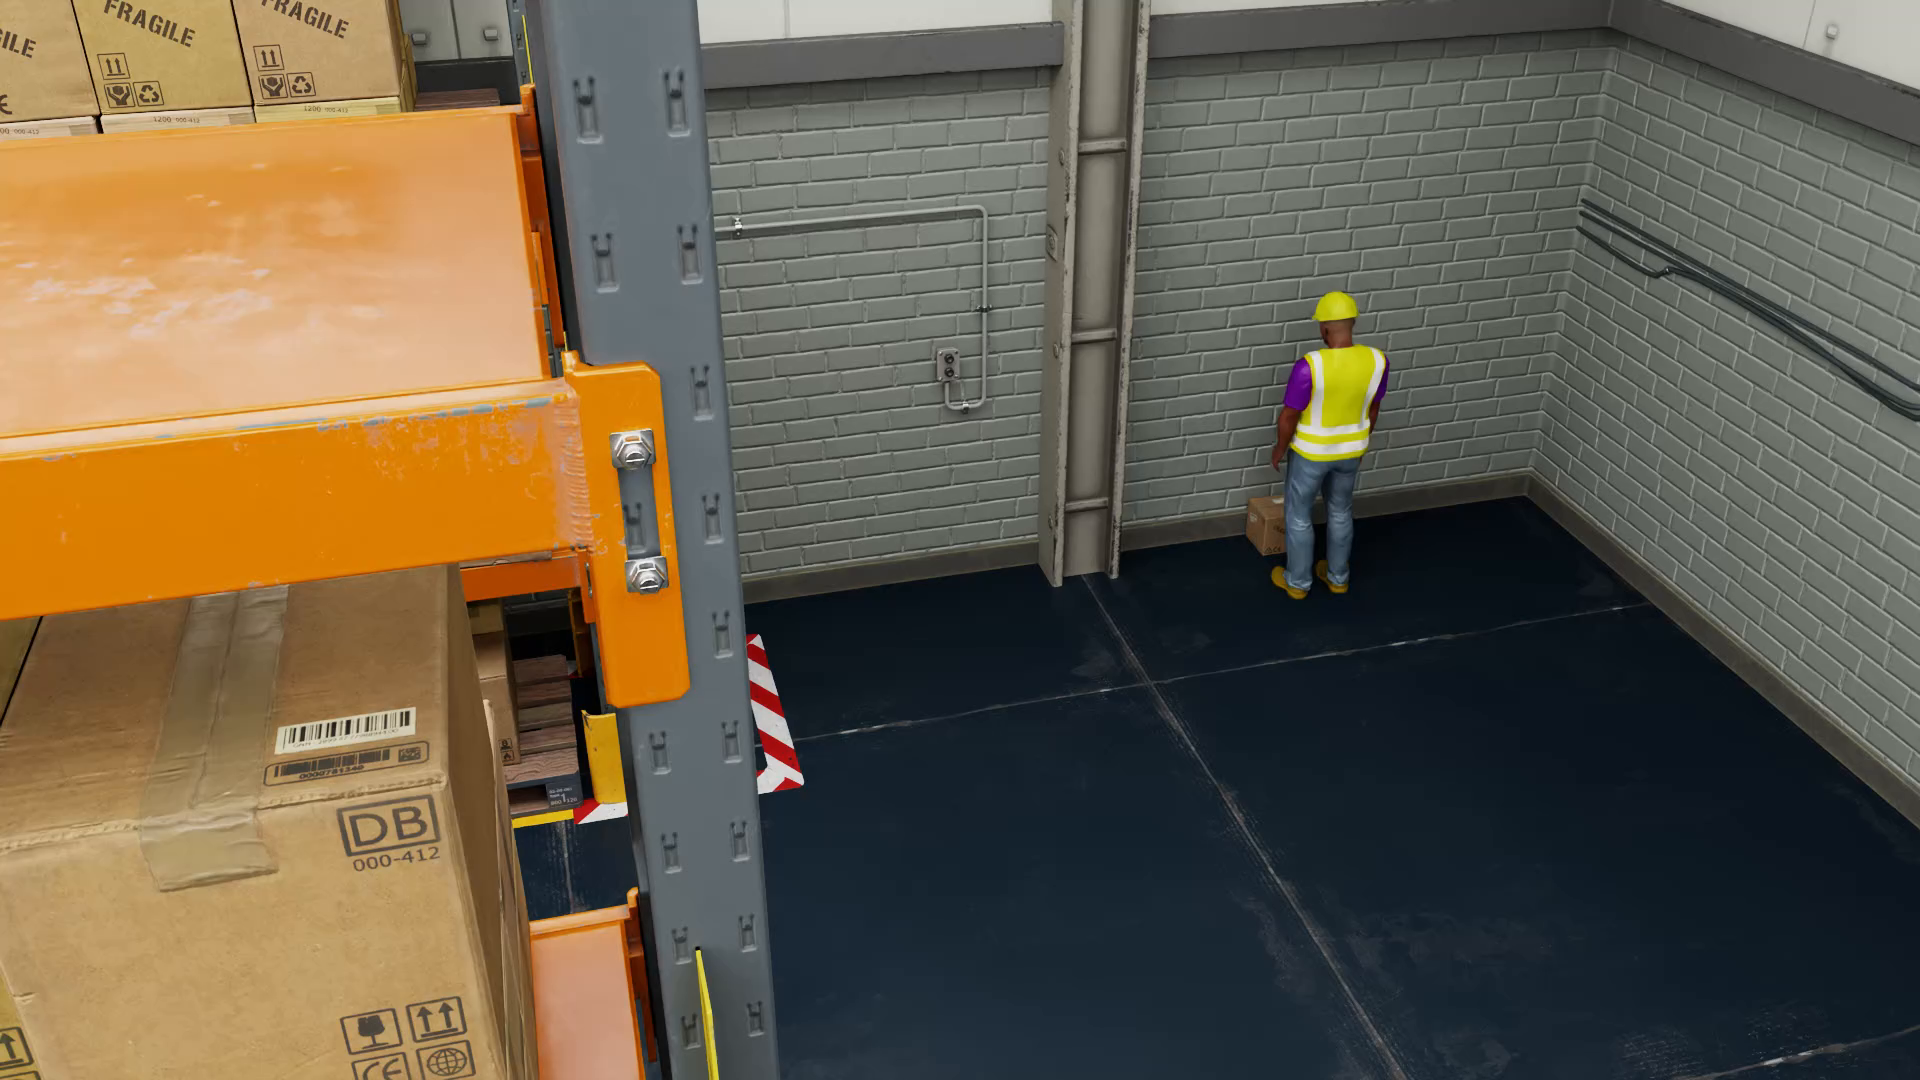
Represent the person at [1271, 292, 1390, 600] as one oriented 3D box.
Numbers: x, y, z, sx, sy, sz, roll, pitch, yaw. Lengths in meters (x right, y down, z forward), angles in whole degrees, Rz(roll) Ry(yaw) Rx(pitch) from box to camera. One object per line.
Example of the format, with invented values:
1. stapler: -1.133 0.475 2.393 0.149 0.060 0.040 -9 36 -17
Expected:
1. person: 1.966 -0.500 8.976 0.570 1.757 0.374 -7 31 -12
